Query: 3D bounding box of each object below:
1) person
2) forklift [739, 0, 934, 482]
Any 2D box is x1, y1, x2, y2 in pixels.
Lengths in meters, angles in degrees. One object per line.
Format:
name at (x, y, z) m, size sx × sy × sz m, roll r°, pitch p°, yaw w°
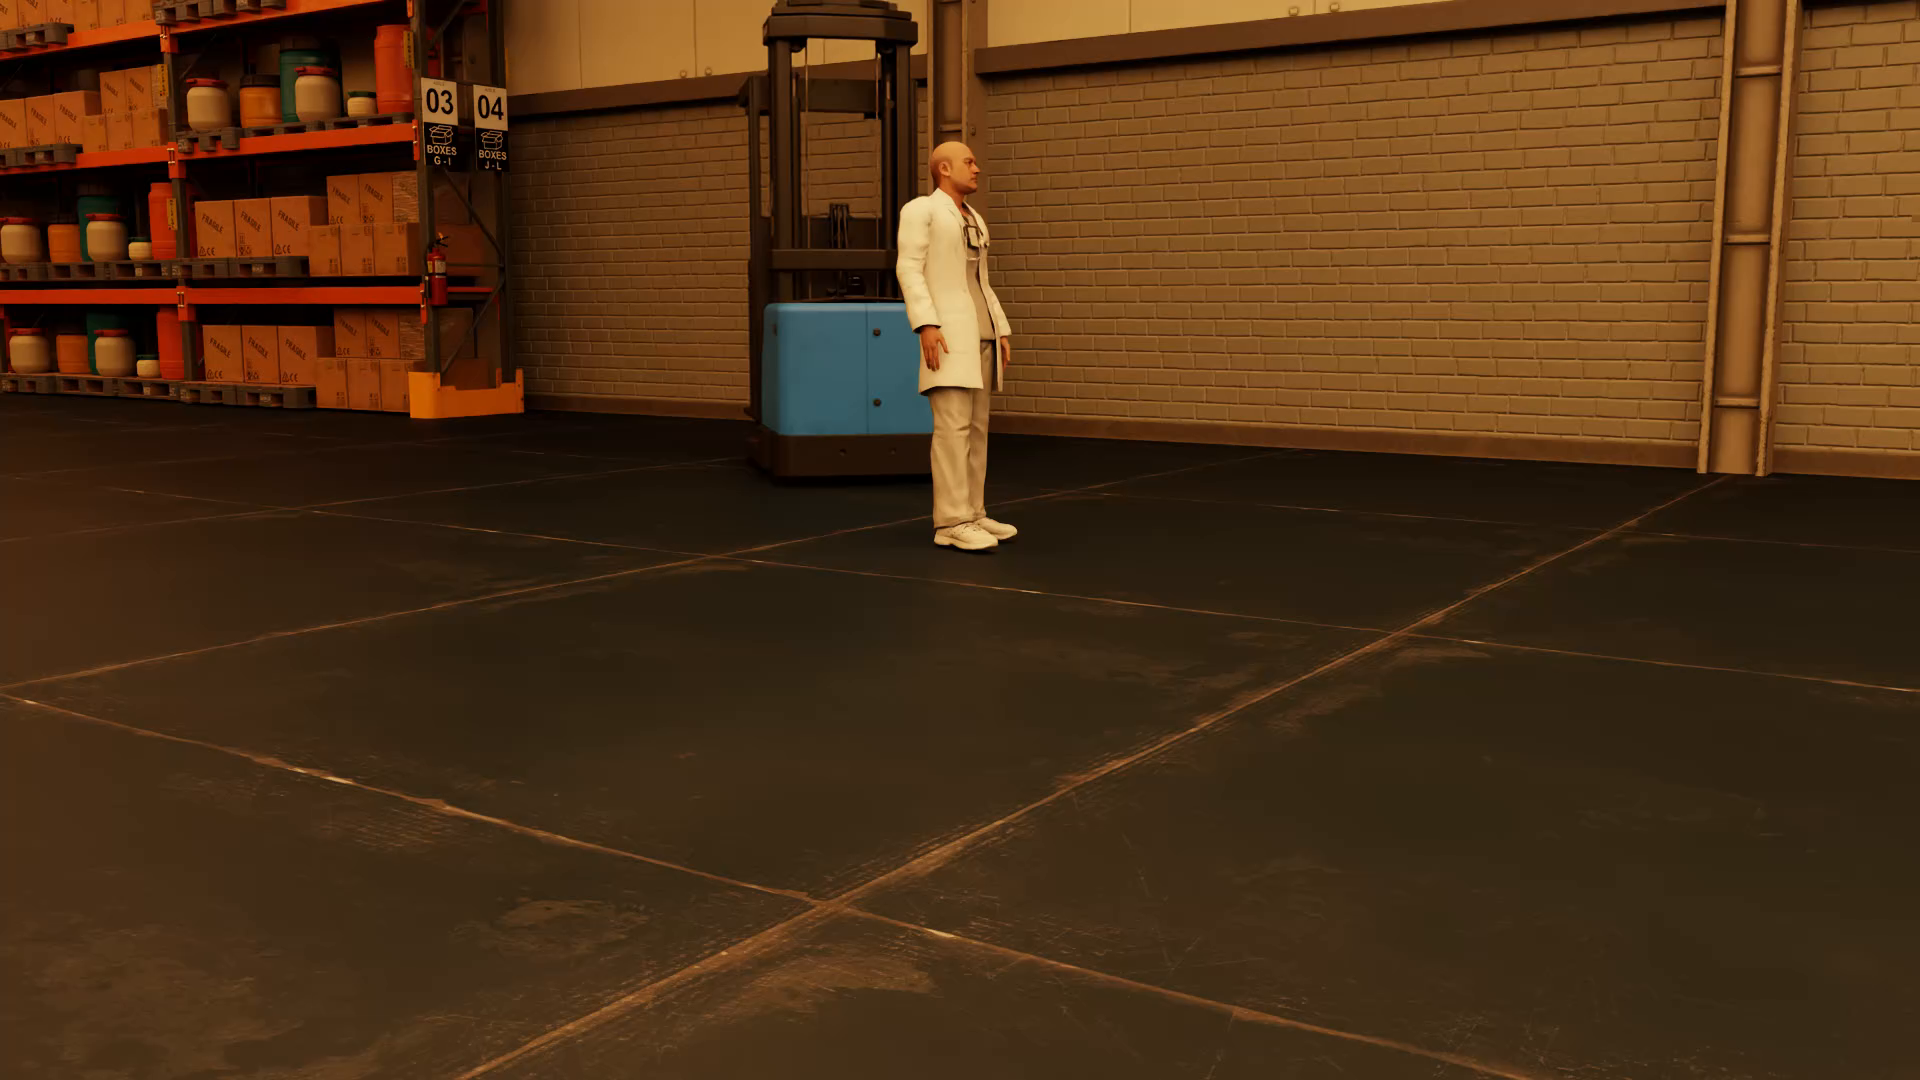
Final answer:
person at (0.074, -0.880, 7.424) m, size 0.578 × 1.778 × 0.698 m, roll 5°, pitch 10°, yaw 34°
forklift at (-0.868, -1.968, 11.032) m, size 1.130 × 2.935 × 3.031 m, roll -2°, pitch 8°, yaw -12°
